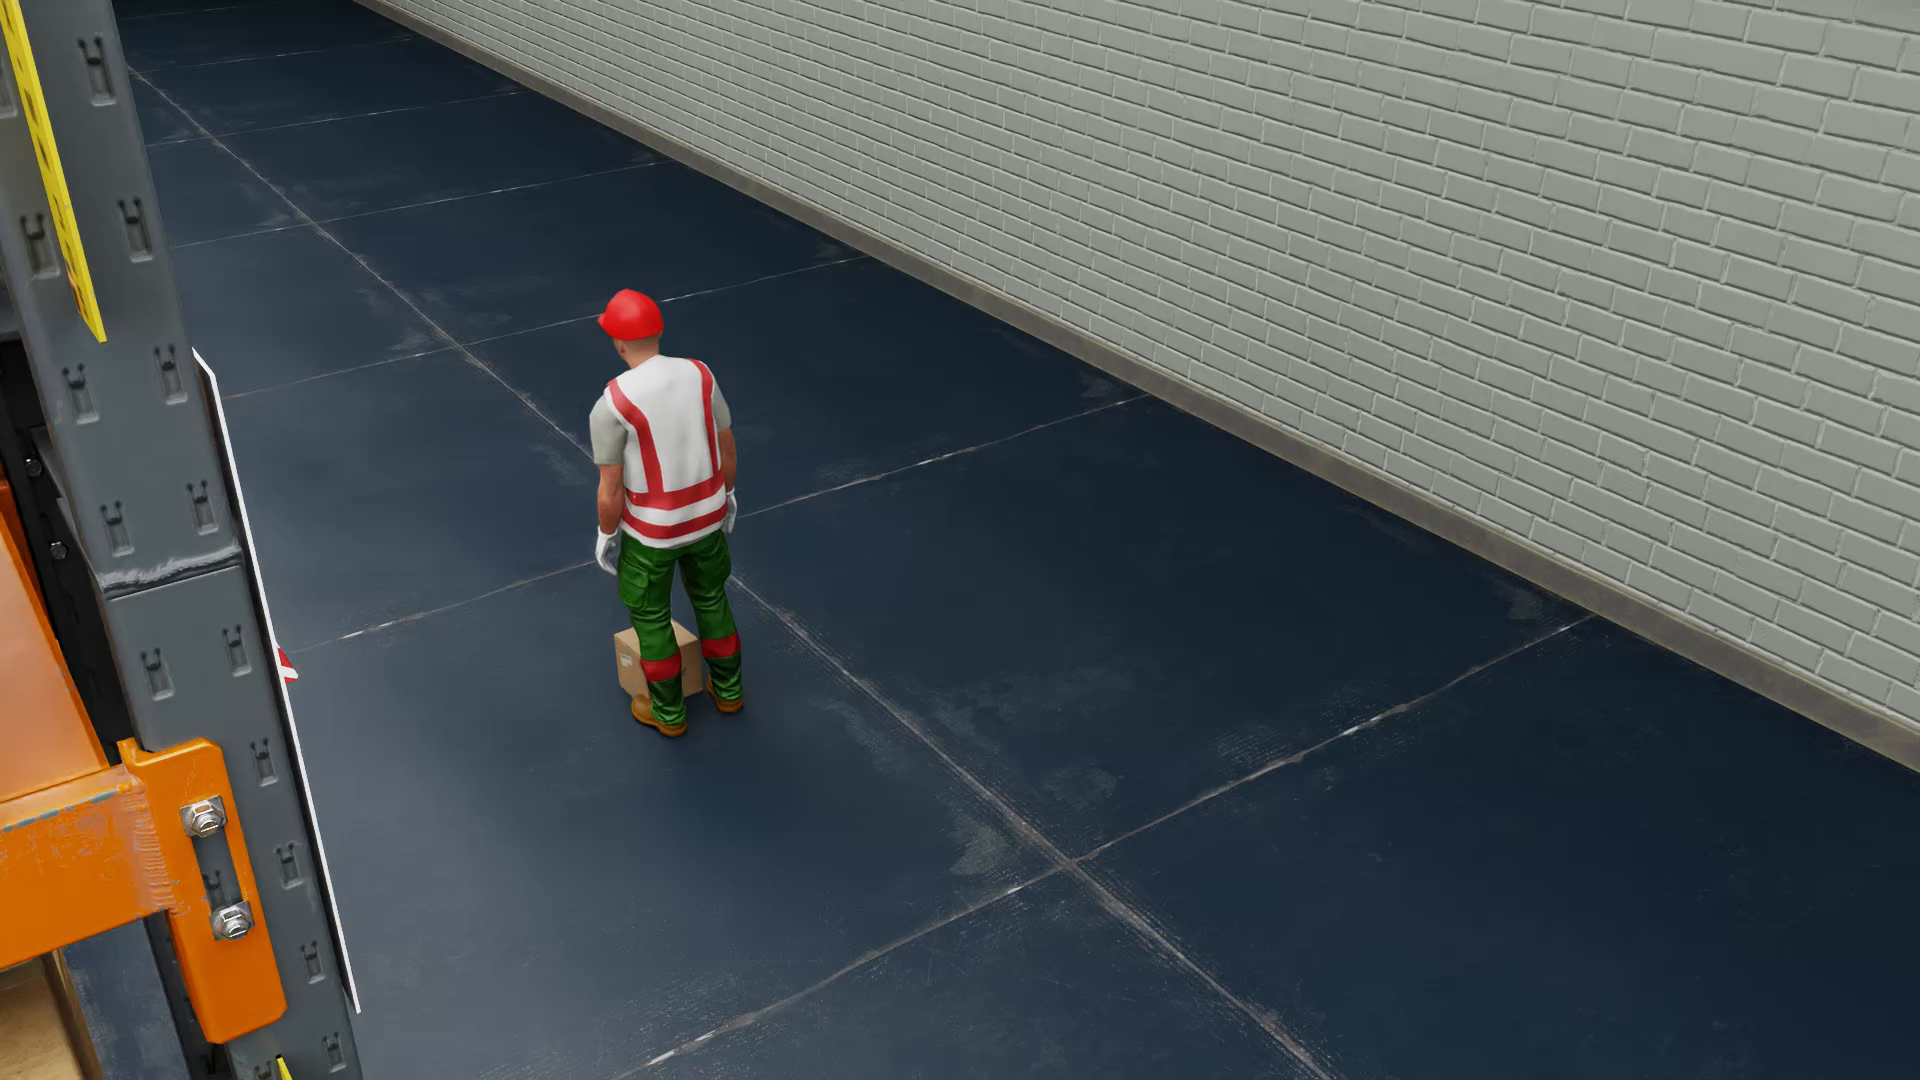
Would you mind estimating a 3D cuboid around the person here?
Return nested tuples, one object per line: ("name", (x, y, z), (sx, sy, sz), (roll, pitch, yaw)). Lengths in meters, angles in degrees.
("person", (-1.103, -0.081, 6.259), (0.610, 1.777, 0.452), (-21, 35, -33))
